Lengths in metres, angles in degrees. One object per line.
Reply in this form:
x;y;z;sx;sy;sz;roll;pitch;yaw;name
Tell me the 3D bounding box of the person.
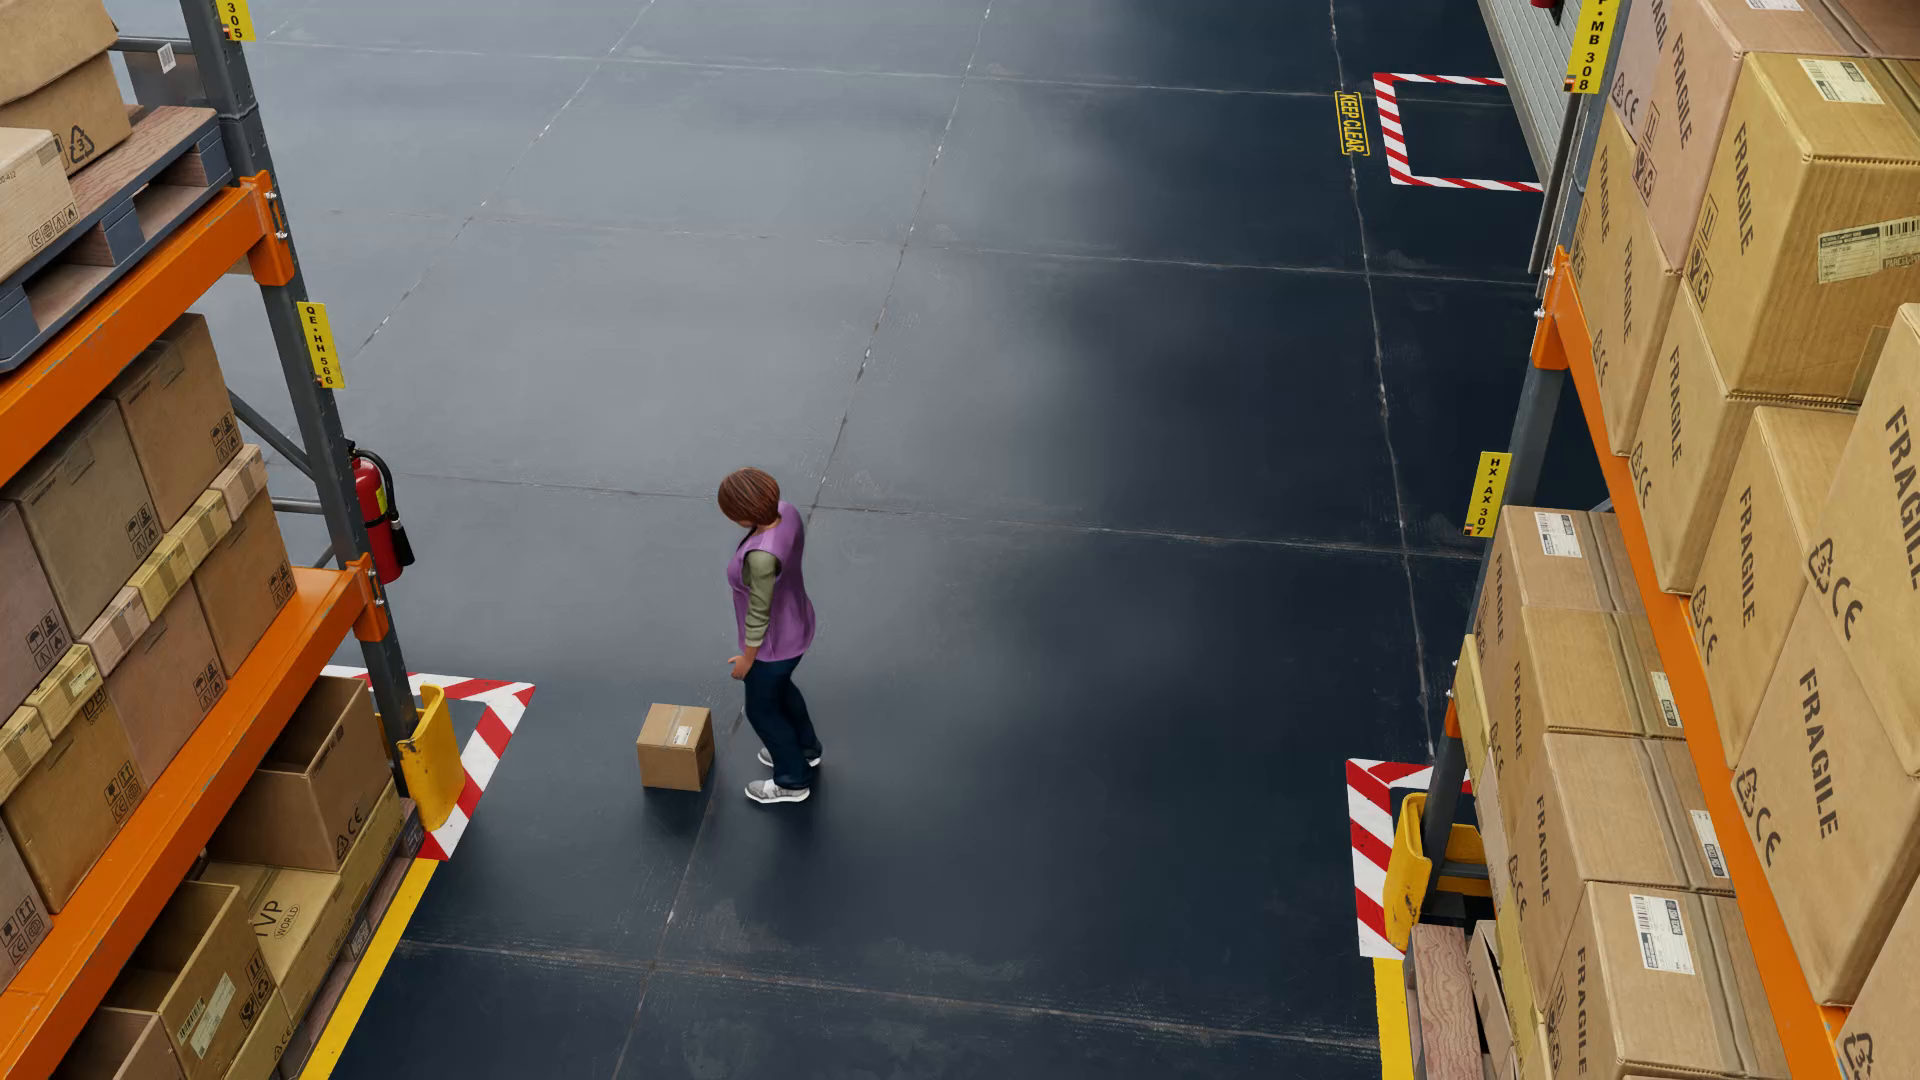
-0.732;0.394;6.533;0.316;1.589;0.412;5;37;7;person
